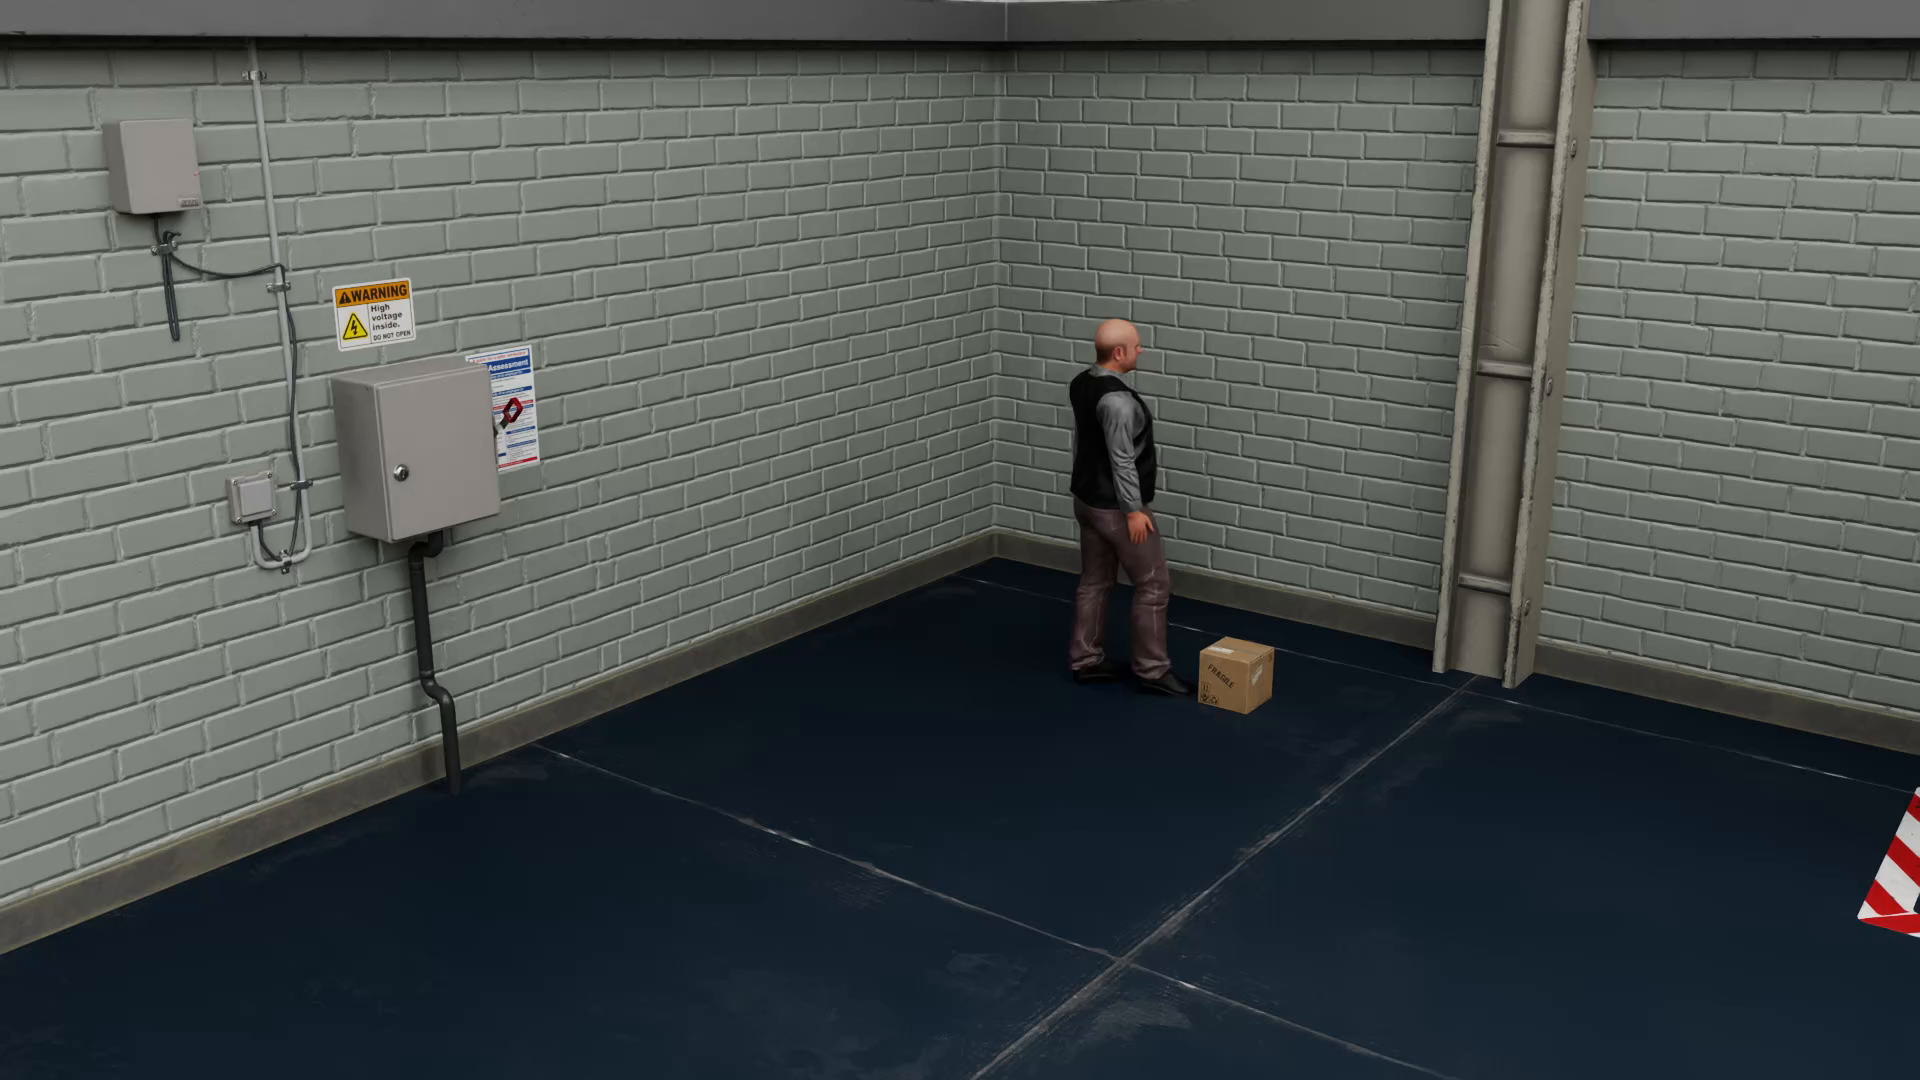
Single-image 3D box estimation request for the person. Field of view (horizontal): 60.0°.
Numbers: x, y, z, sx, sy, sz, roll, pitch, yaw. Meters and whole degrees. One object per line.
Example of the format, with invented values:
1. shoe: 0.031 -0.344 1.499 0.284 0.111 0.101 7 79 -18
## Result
1. person: 0.785 -0.155 7.618 0.549 1.745 0.565 -5 17 -17
